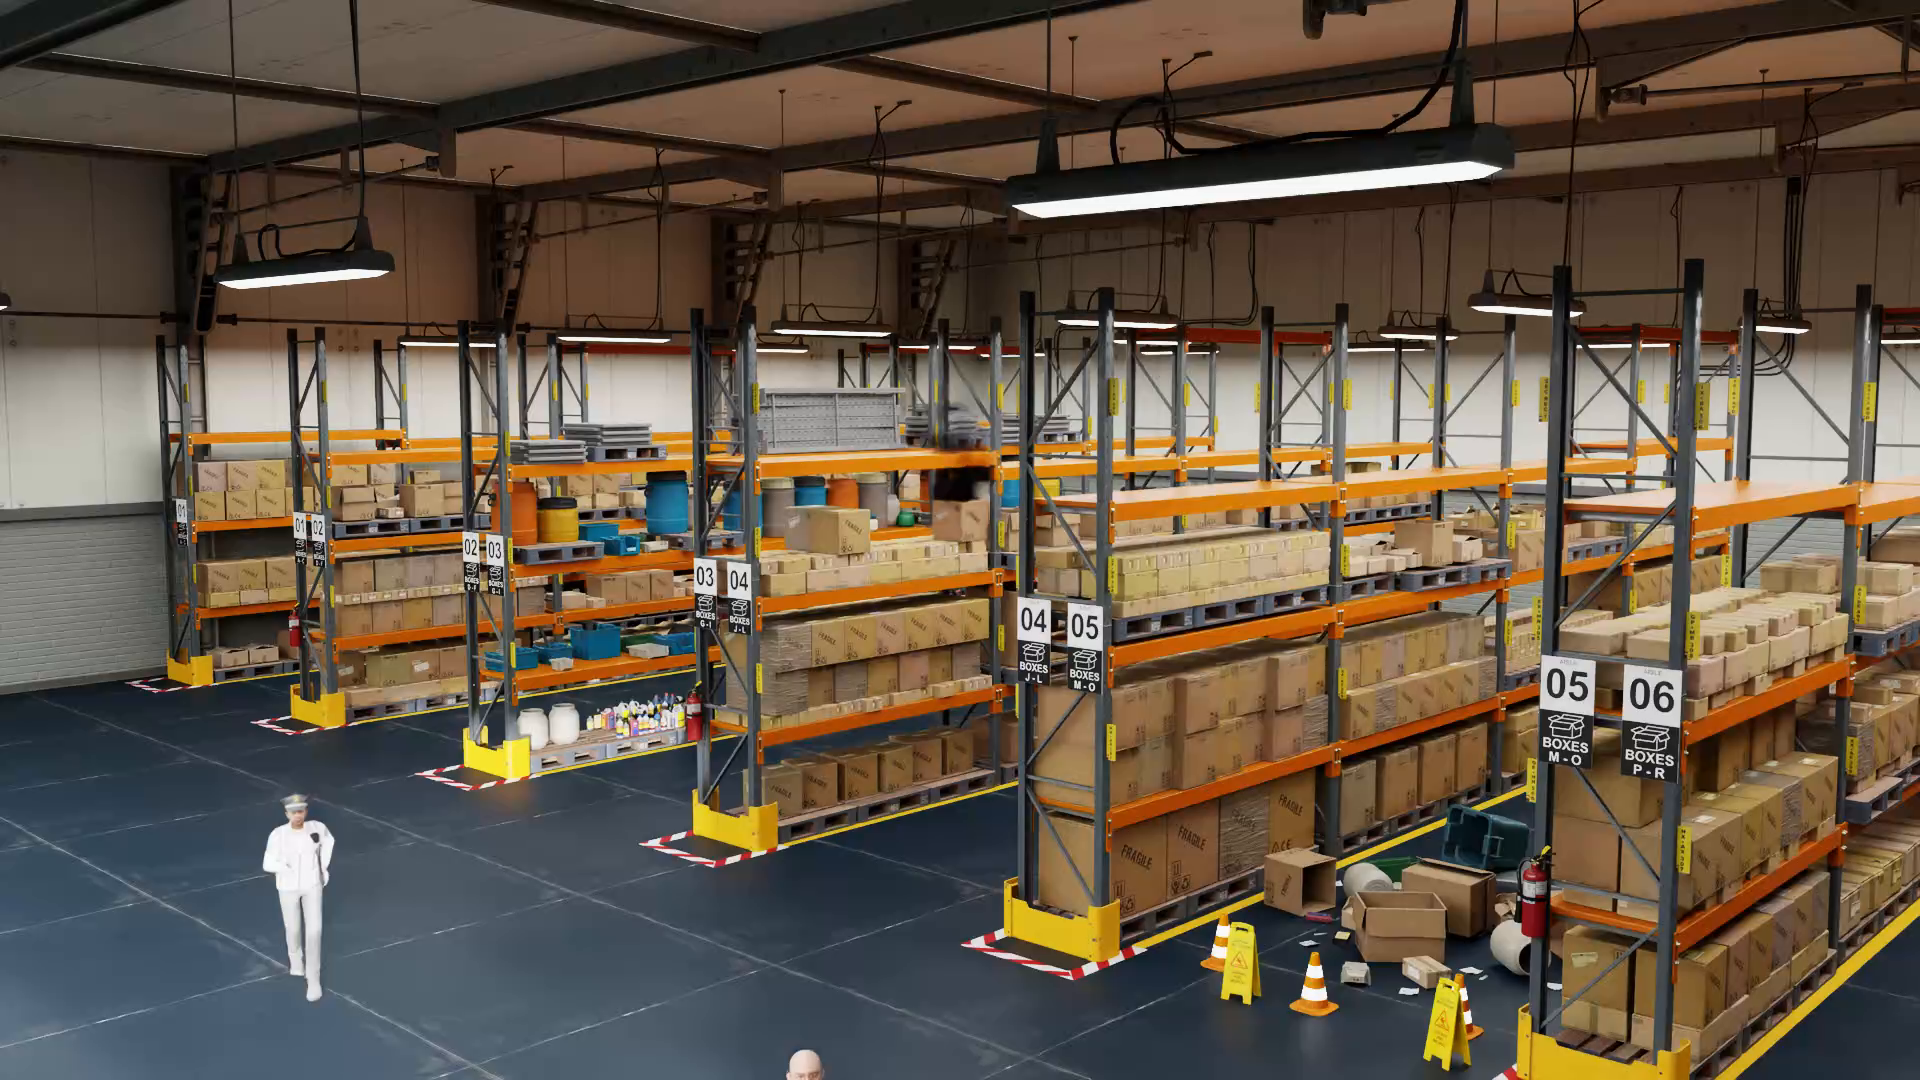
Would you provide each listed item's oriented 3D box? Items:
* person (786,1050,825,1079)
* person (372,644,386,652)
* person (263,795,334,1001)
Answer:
[{"bbox_3d":[-0.814,3.493,8.636,0.718,1.760,0.833,-1,5,-9],"label":"person"},{"bbox_3d":[-9.797,1.684,28.216,0.617,1.700,0.882,3,6,32],"label":"person"},{"bbox_3d":[-5.629,2.995,14.182,0.554,1.737,0.816,-2,6,-19],"label":"person"}]
